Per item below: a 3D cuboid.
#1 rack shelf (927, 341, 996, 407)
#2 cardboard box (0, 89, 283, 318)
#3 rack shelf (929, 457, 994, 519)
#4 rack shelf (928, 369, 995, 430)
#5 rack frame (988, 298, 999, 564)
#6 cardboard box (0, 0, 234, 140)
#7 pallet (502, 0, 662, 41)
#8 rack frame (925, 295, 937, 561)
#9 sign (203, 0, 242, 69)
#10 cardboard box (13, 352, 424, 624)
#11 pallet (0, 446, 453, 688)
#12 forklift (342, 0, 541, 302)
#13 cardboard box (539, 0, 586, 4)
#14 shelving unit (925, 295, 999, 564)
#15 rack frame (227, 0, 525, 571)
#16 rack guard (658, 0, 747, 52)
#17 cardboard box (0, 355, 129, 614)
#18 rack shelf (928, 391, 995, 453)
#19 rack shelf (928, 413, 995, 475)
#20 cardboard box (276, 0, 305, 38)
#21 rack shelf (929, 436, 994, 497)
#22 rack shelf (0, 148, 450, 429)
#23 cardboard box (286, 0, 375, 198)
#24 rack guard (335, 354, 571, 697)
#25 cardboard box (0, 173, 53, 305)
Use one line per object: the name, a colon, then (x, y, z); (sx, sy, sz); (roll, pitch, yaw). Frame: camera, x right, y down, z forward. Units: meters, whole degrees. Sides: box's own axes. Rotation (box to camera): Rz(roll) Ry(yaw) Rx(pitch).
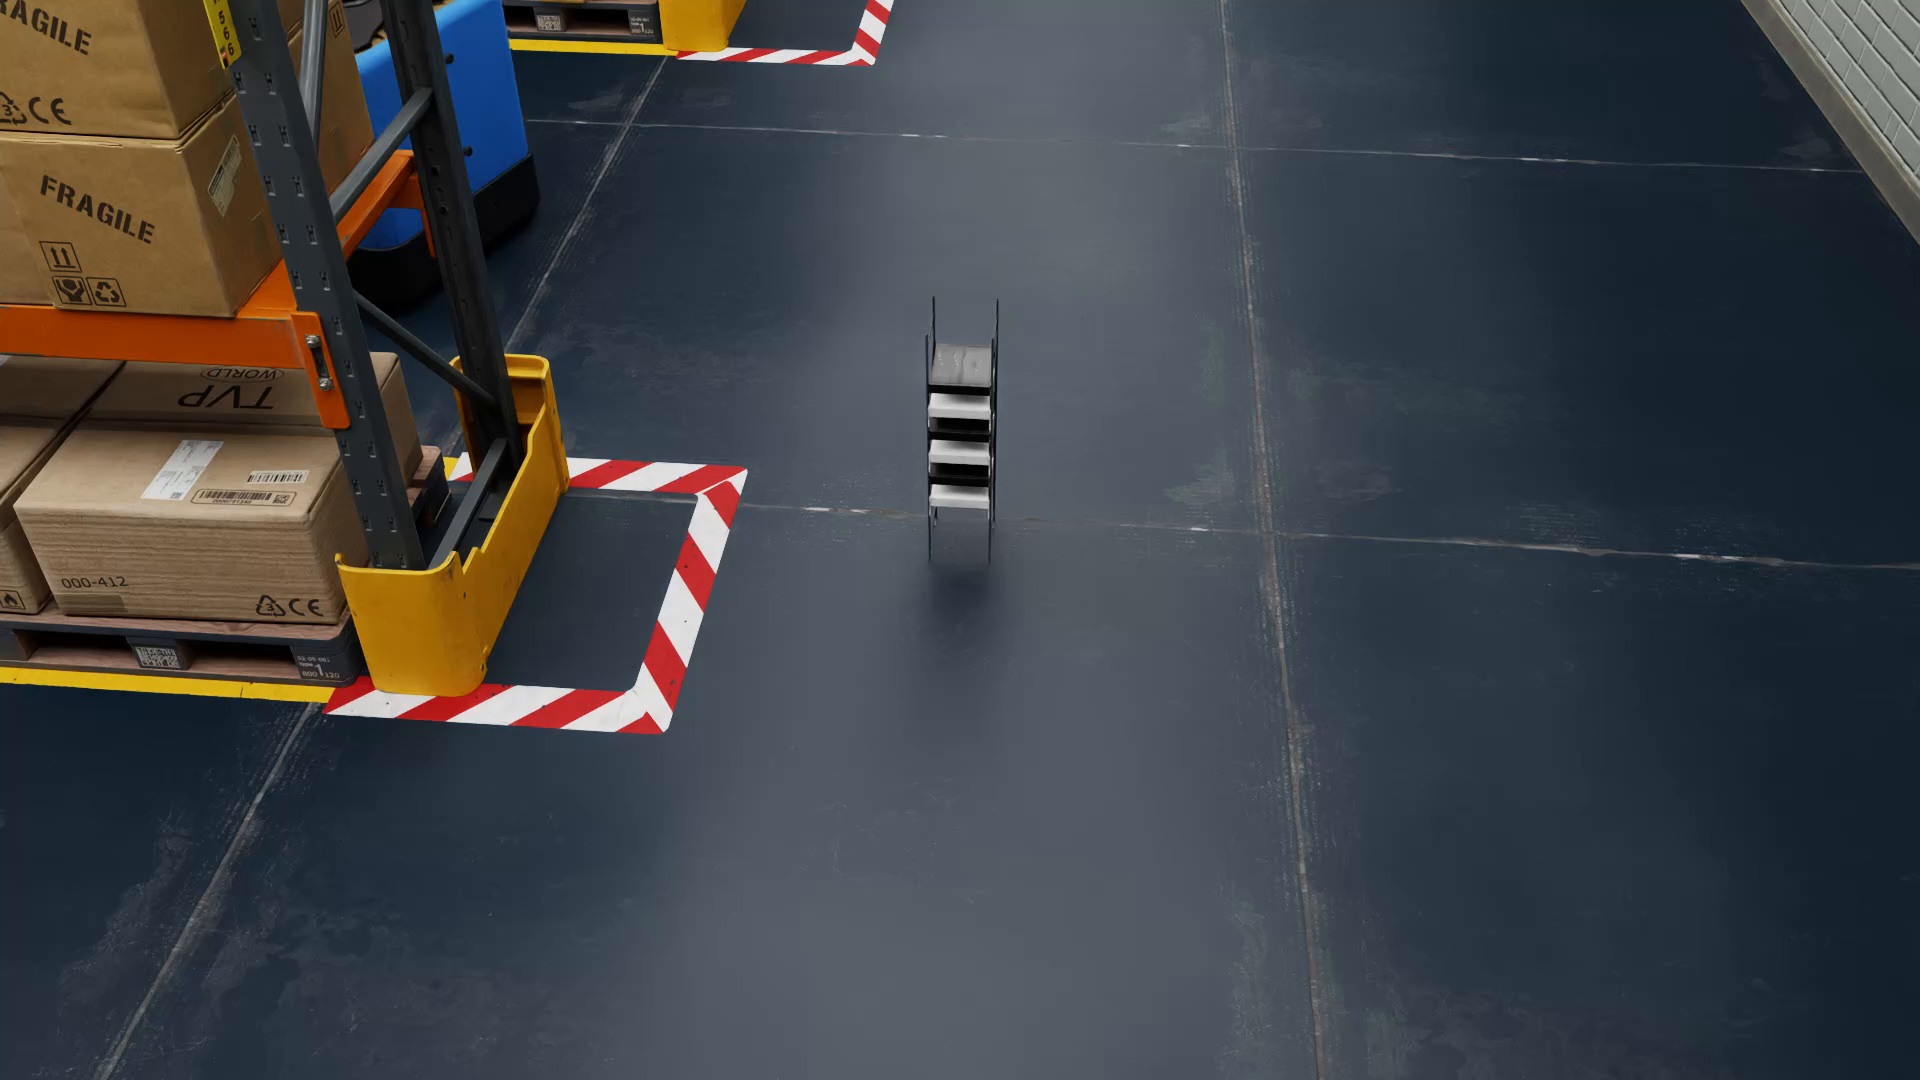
rack shelf: (0.008, -0.532, 5.316); (0.200, 0.077, 0.258); (3, 39, 4)
cardboard box: (-2.151, -0.950, 4.462); (0.500, 0.500, 0.500); (3, 39, 4)
rack shelf: (0.008, -0.183, 5.600); (0.200, 0.077, 0.258); (3, 39, 4)
rack shelf: (0.008, -0.462, 5.373); (0.200, 0.077, 0.258); (3, 39, 4)
rack frame: (0.109, -0.343, 5.459); (0.006, 0.900, 0.240); (3, 39, 4)
cardboard box: (-2.148, -1.354, 4.167); (0.500, 0.500, 0.500); (4, 39, 5)
pallet: (-2.203, -3.159, 9.464); (1.213, 0.211, 1.003); (3, 39, 4)
rack frame: (-0.093, -0.354, 5.472); (0.006, 0.900, 0.240); (3, 39, 4)
sign: (-1.708, -1.252, 3.807); (0.005, 0.325, 0.100); (3, 39, 4)
cardboard box: (-2.314, -0.194, 5.309); (0.875, 0.438, 0.875); (2, 39, 2)
pallet: (-2.451, 0.036, 5.539); (1.213, 0.211, 1.003); (3, 39, 4)
forklift: (-3.461, -2.722, 6.772); (3.031, 2.935, 1.130); (15, 42, 18)
cardboard box: (-2.128, -3.075, 9.077); (0.250, 0.149, 0.380); (4, 39, 5)
shelving unit: (0.008, -0.349, 5.465); (0.210, 0.900, 0.258); (3, 39, 4)
rack frame: (-1.647, -1.051, 4.665); (0.127, 3.000, 1.000); (3, 39, 4)
rack guard: (-1.397, -3.205, 9.291); (0.348, 0.500, 1.175); (3, 39, 4)
cardboard box: (-3.226, -0.238, 5.363); (0.875, 0.438, 0.875); (4, 39, 5)
rack shelf: (0.008, -0.392, 5.430); (0.200, 0.077, 0.258); (3, 39, 4)
rack shelf: (0.008, -0.323, 5.486); (0.200, 0.077, 0.258); (3, 39, 4)
cardboard box: (-2.101, -1.683, 4.570); (0.500, 0.500, 0.500); (2, 39, 3)
rack shelf: (0.008, -0.253, 5.543); (0.200, 0.077, 0.258); (3, 39, 4)
rack shelf: (-3.640, -0.881, 5.026); (4.000, 0.370, 1.077); (3, 39, 4)
cardboard box: (-2.101, -1.297, 4.888); (0.500, 0.500, 0.500); (3, 39, 3)
rack guard: (-1.624, -0.081, 5.453); (0.348, 0.500, 1.175); (3, 39, 4)
cardboard box: (-2.650, -0.987, 4.507); (0.500, 0.500, 0.500); (2, 39, 3)
